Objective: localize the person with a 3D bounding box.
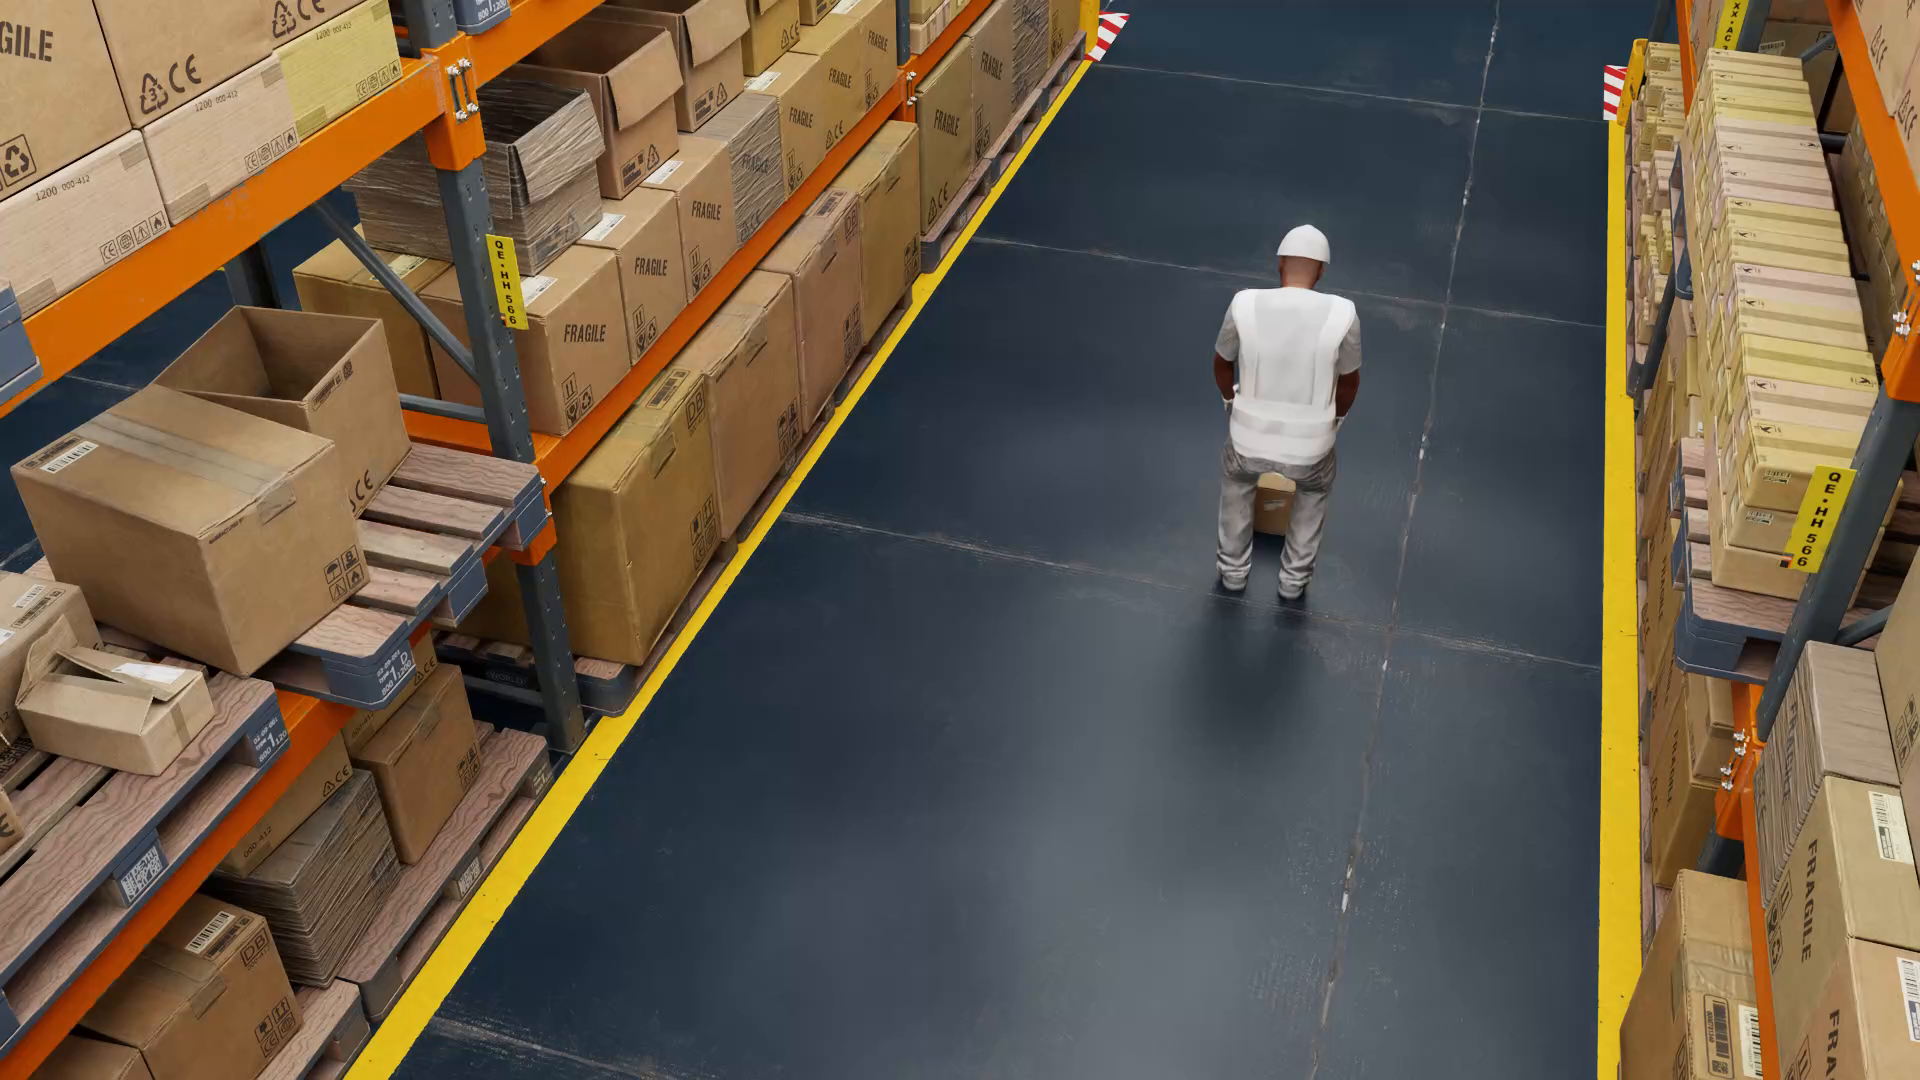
[{"bbox_3d":[1.327,-0.496,6.952,0.601,1.602,0.629,11,38,14],"label":"person"}]
